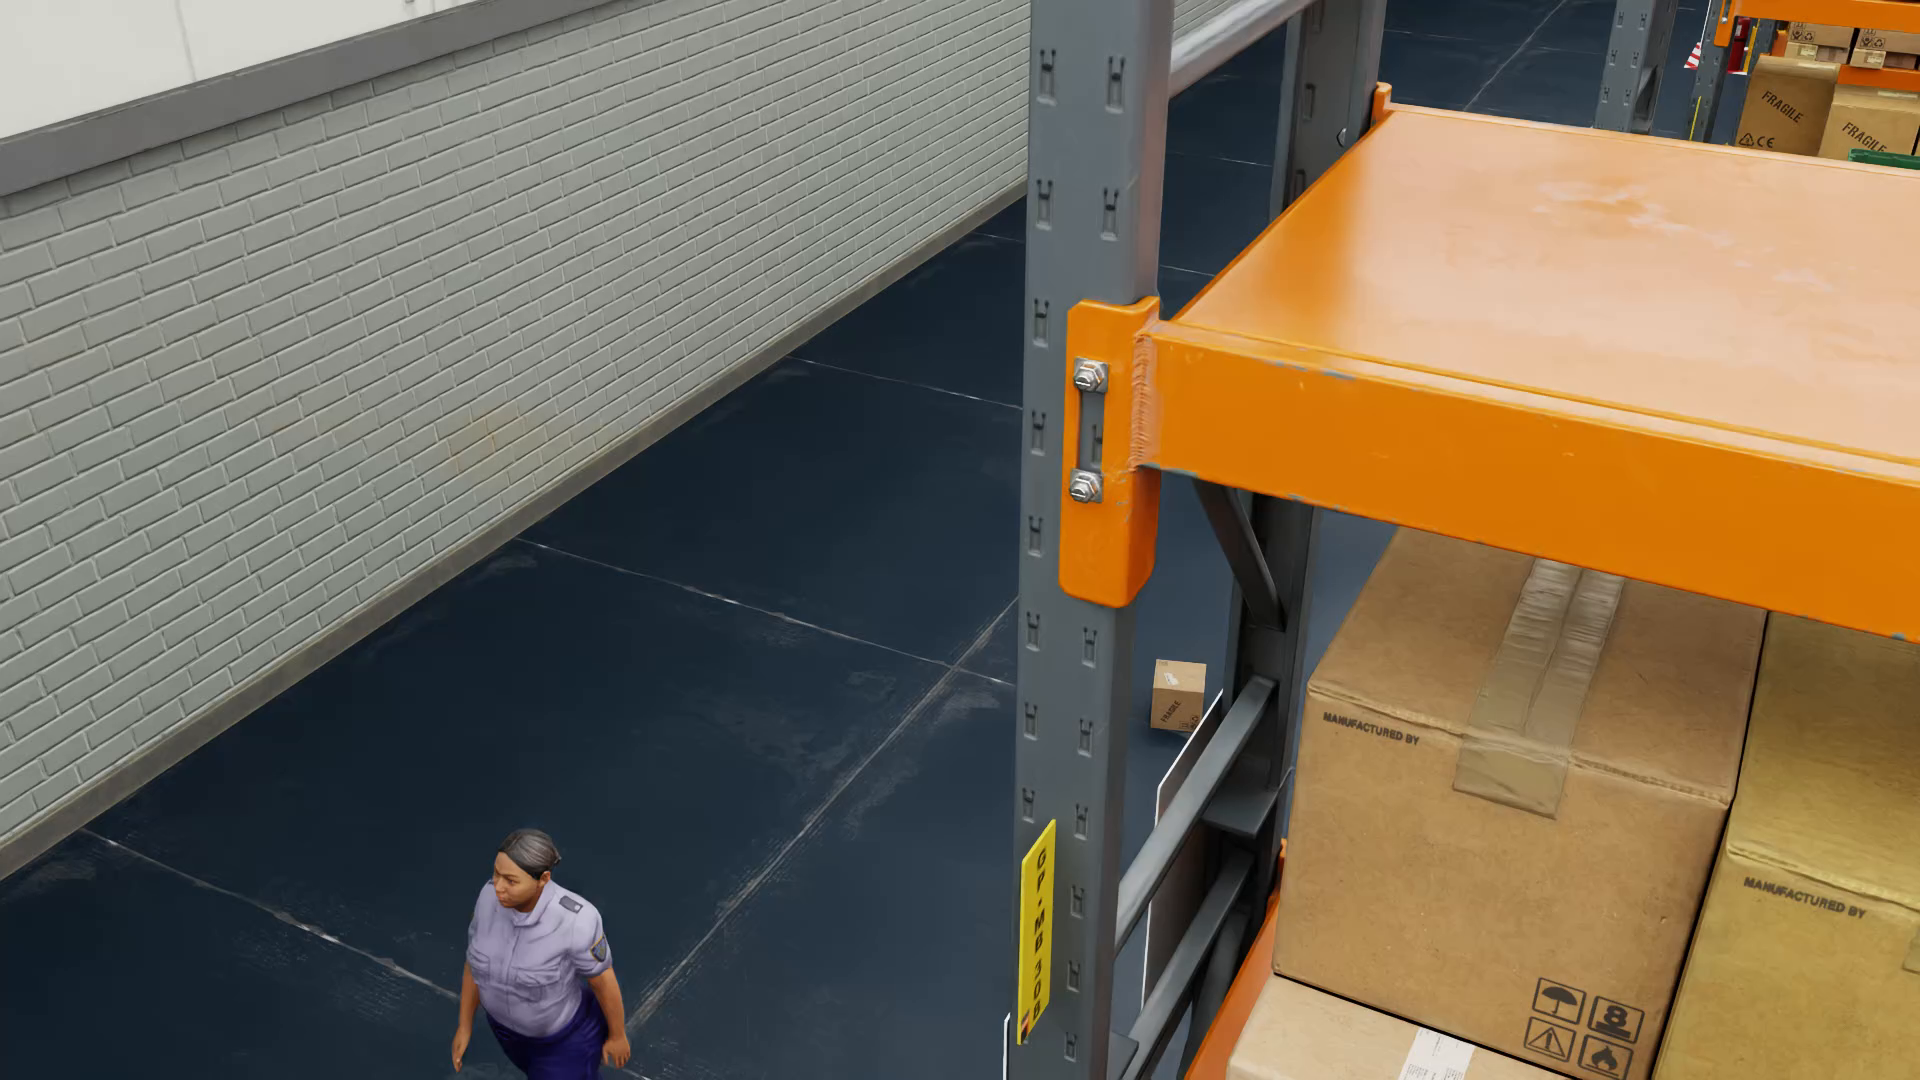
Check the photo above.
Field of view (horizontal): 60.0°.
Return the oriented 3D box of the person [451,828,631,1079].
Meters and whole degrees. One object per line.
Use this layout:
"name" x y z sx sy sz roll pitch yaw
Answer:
"person" -1.409 1.664 5.459 0.513 1.667 0.788 16 34 25
